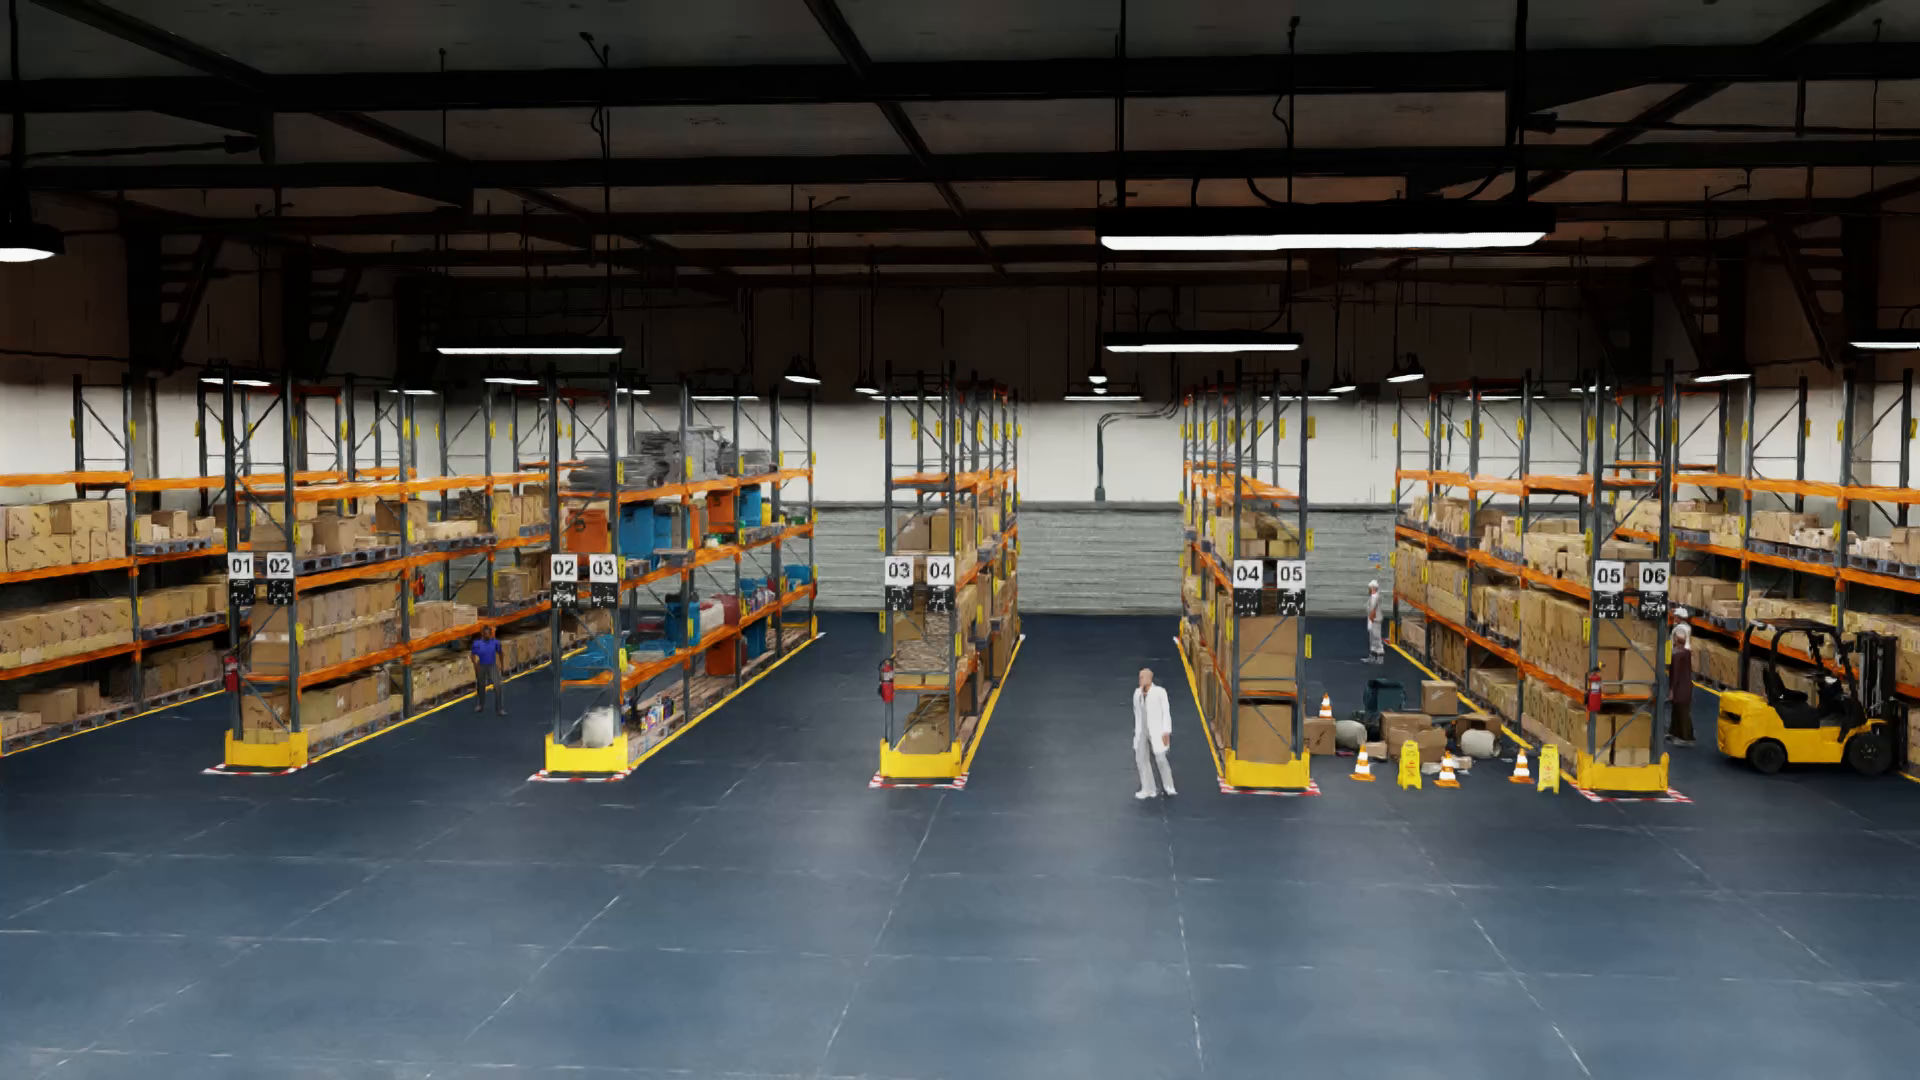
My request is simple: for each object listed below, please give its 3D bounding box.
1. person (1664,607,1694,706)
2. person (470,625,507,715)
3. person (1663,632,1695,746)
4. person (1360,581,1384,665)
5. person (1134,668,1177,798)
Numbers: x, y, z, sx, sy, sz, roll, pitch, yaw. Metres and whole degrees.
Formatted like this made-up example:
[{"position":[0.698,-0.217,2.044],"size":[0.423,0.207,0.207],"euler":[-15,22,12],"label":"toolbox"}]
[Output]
[{"position":[13.104,2.108,30.342],"size":[0.586,1.768,0.640],"euler":[2,4,30],"label":"person"},{"position":[-8.315,2.301,29.344],"size":[0.612,1.522,0.825],"euler":[-1,4,-12],"label":"person"},{"position":[11.442,2.354,26.541],"size":[0.636,1.767,0.677],"euler":[3,5,36],"label":"person"},{"position":[8.823,1.758,35.536],"size":[0.544,1.788,0.625],"euler":[1,4,21],"label":"person"},{"position":[2.665,2.627,22.760],"size":[0.604,1.765,0.628],"euler":[3,5,40],"label":"person"}]
